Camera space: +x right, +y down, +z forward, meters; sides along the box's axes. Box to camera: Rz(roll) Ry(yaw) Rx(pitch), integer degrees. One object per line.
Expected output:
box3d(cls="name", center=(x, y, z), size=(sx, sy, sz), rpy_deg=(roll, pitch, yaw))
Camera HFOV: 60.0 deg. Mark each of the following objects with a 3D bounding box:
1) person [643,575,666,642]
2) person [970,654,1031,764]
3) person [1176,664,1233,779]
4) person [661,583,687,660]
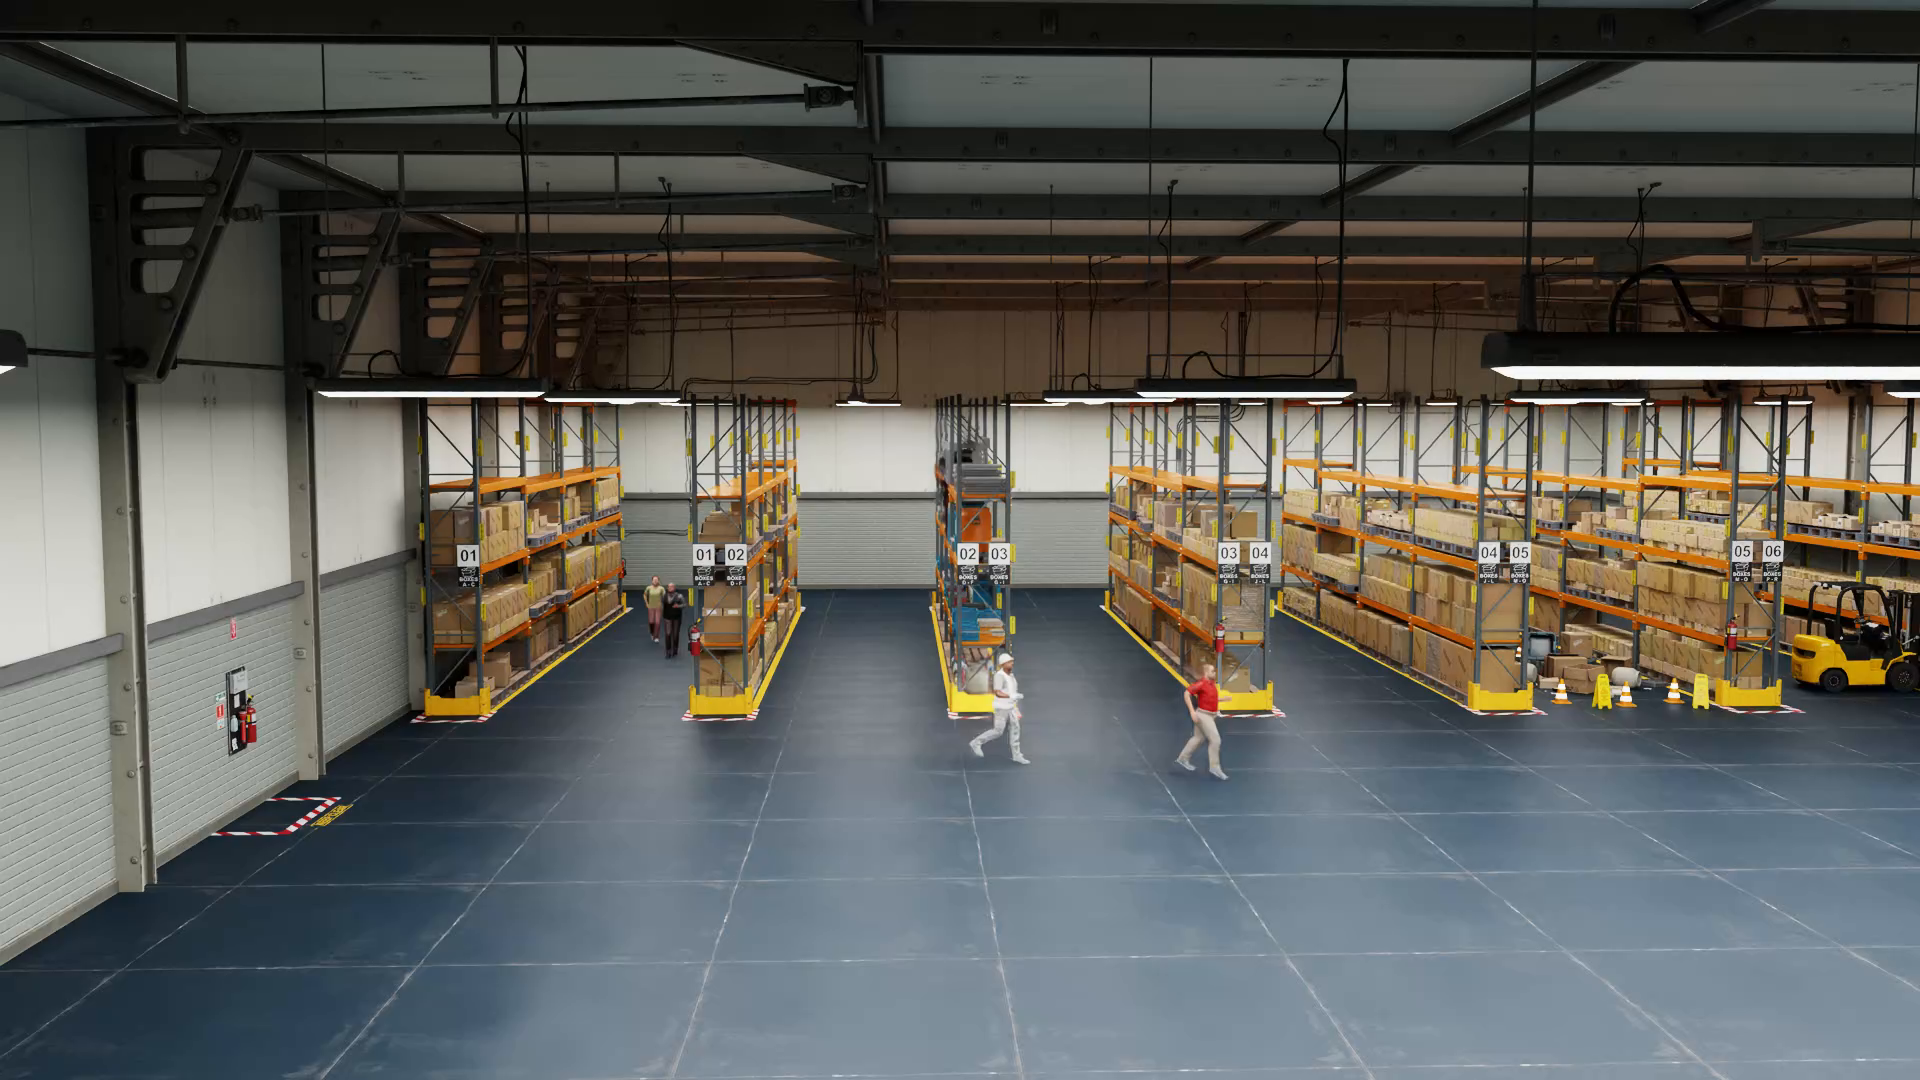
box3d(cls="person", center=(-7.483, 1.691, 40.800), size=(0.561, 1.643, 0.494), rpy_deg=(-1, 5, -9))
box3d(cls="person", center=(0.670, 2.719, 26.885), size=(0.982, 1.787, 0.691), rpy_deg=(2, 5, 21))
box3d(cls="person", center=(3.803, 2.819, 25.930), size=(0.892, 1.790, 0.634), rpy_deg=(2, 5, 20))
box3d(cls="person", center=(-6.588, 1.869, 38.251), size=(0.628, 1.792, 0.781), rpy_deg=(0, 5, -3))
